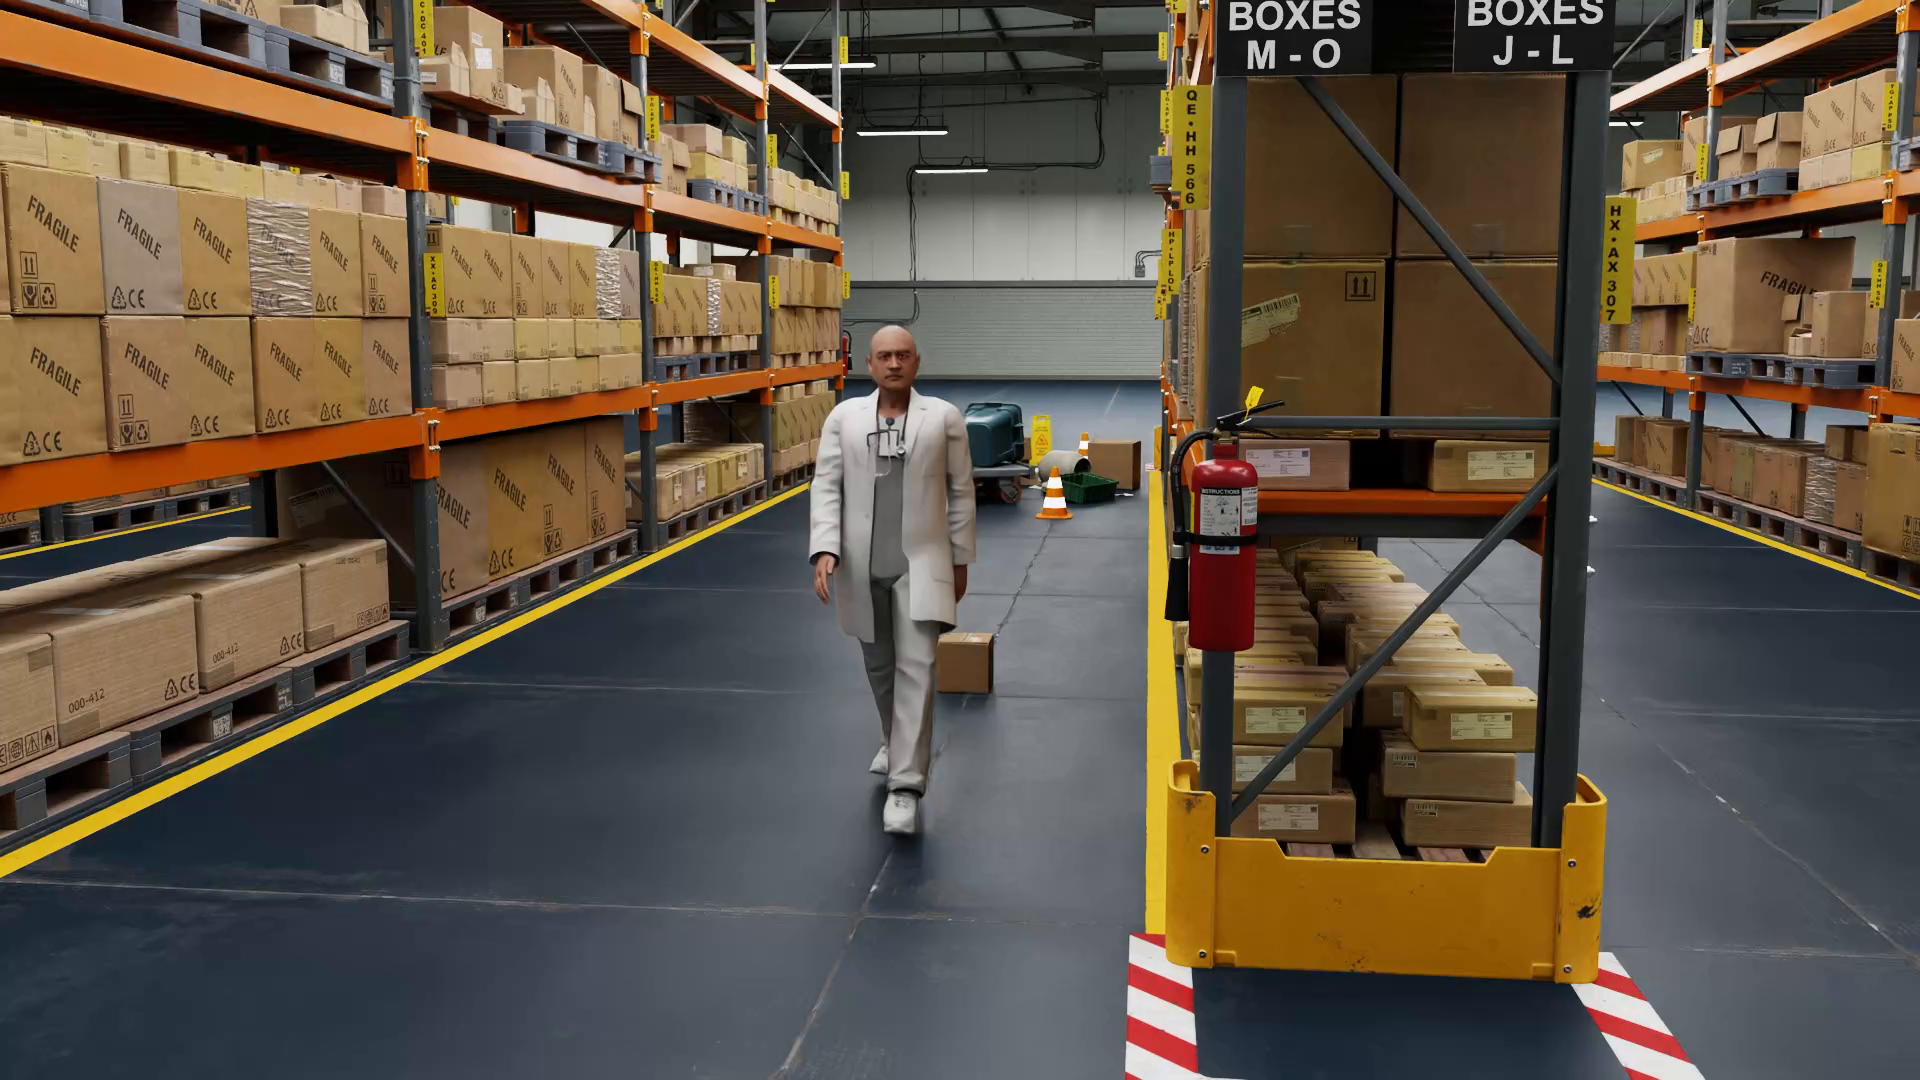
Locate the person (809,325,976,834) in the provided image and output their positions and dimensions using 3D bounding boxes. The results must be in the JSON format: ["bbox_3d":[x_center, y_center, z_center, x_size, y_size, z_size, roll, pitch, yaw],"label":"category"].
[{"bbox_3d":[-0.261,0.092,6.004,0.589,1.719,1.116,1,8,8],"label":"person"}]
